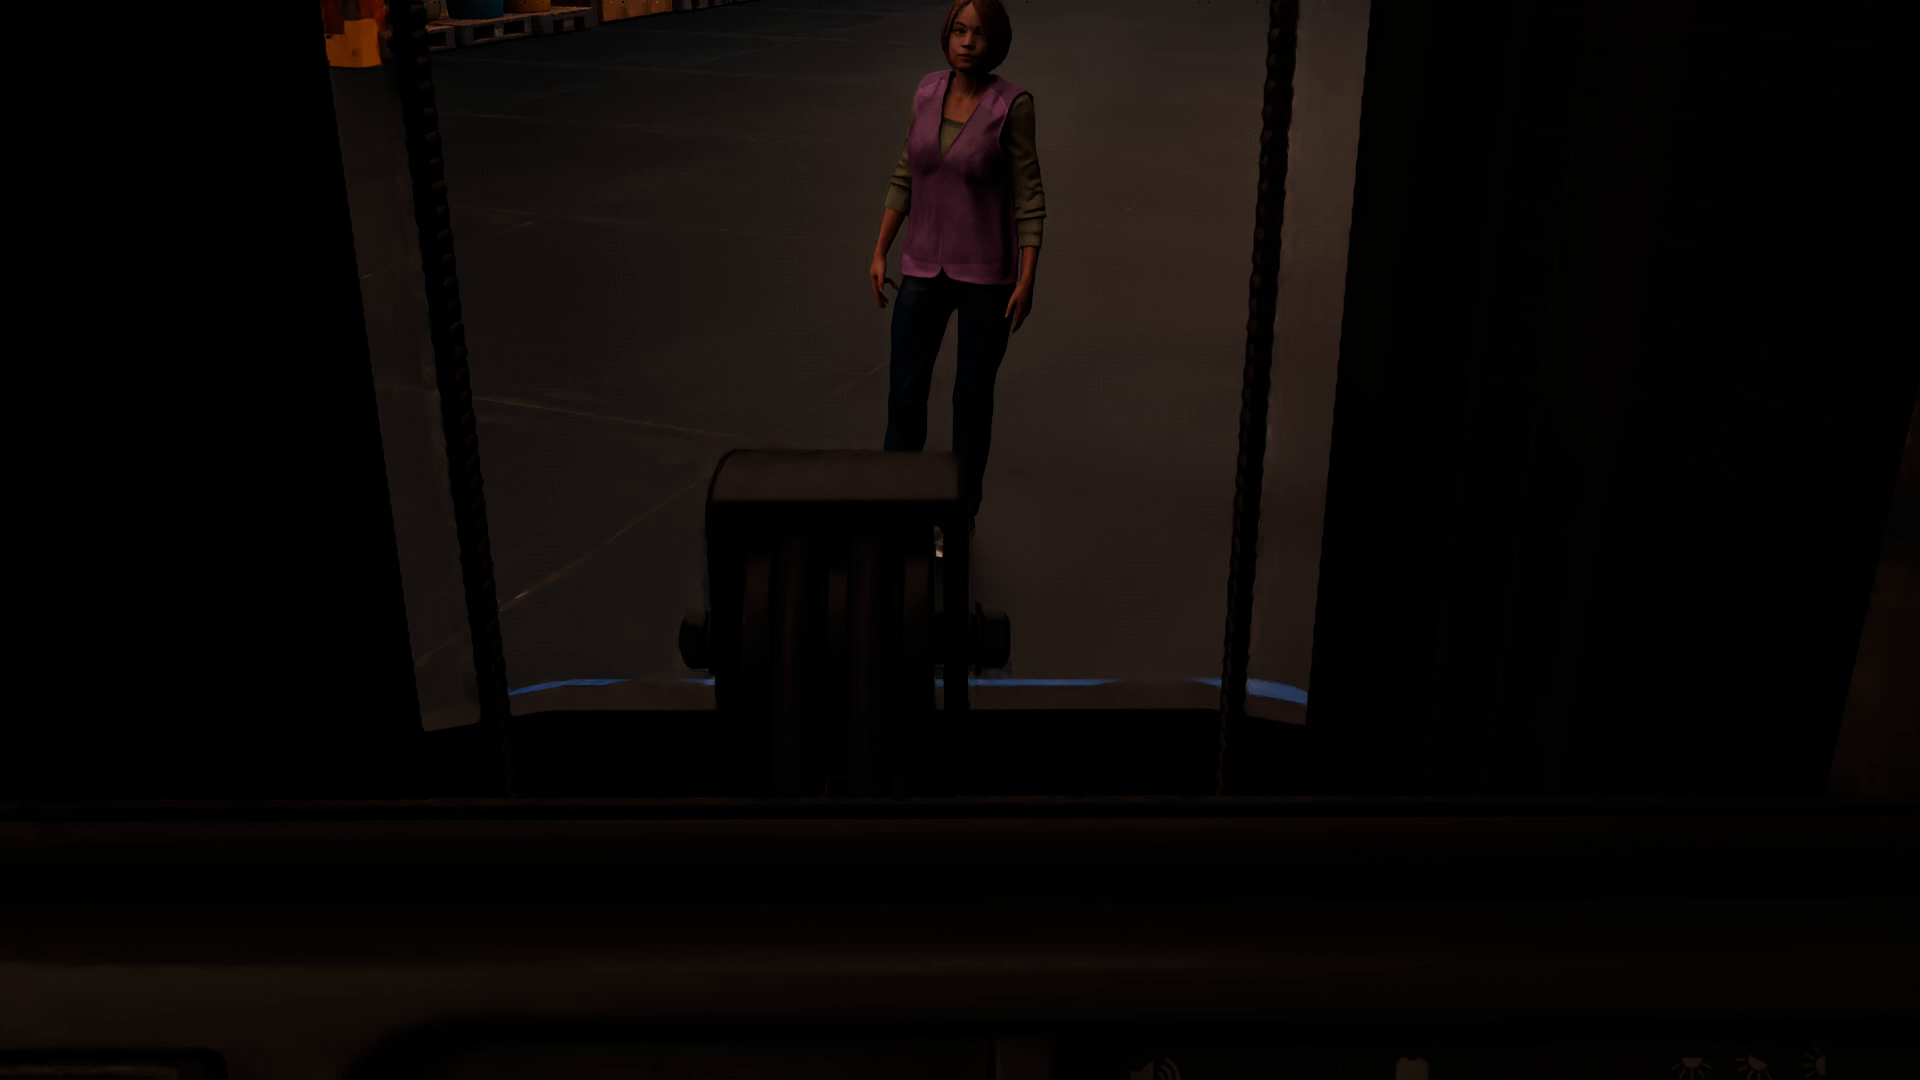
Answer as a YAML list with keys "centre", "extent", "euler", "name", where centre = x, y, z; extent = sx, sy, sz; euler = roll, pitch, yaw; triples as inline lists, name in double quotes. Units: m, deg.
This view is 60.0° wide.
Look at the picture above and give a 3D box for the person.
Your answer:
- centre: [-0.042, -0.719, 4.723]
  extent: [0.520, 1.599, 0.473]
  euler: [9, 24, 21]
  name: "person"
